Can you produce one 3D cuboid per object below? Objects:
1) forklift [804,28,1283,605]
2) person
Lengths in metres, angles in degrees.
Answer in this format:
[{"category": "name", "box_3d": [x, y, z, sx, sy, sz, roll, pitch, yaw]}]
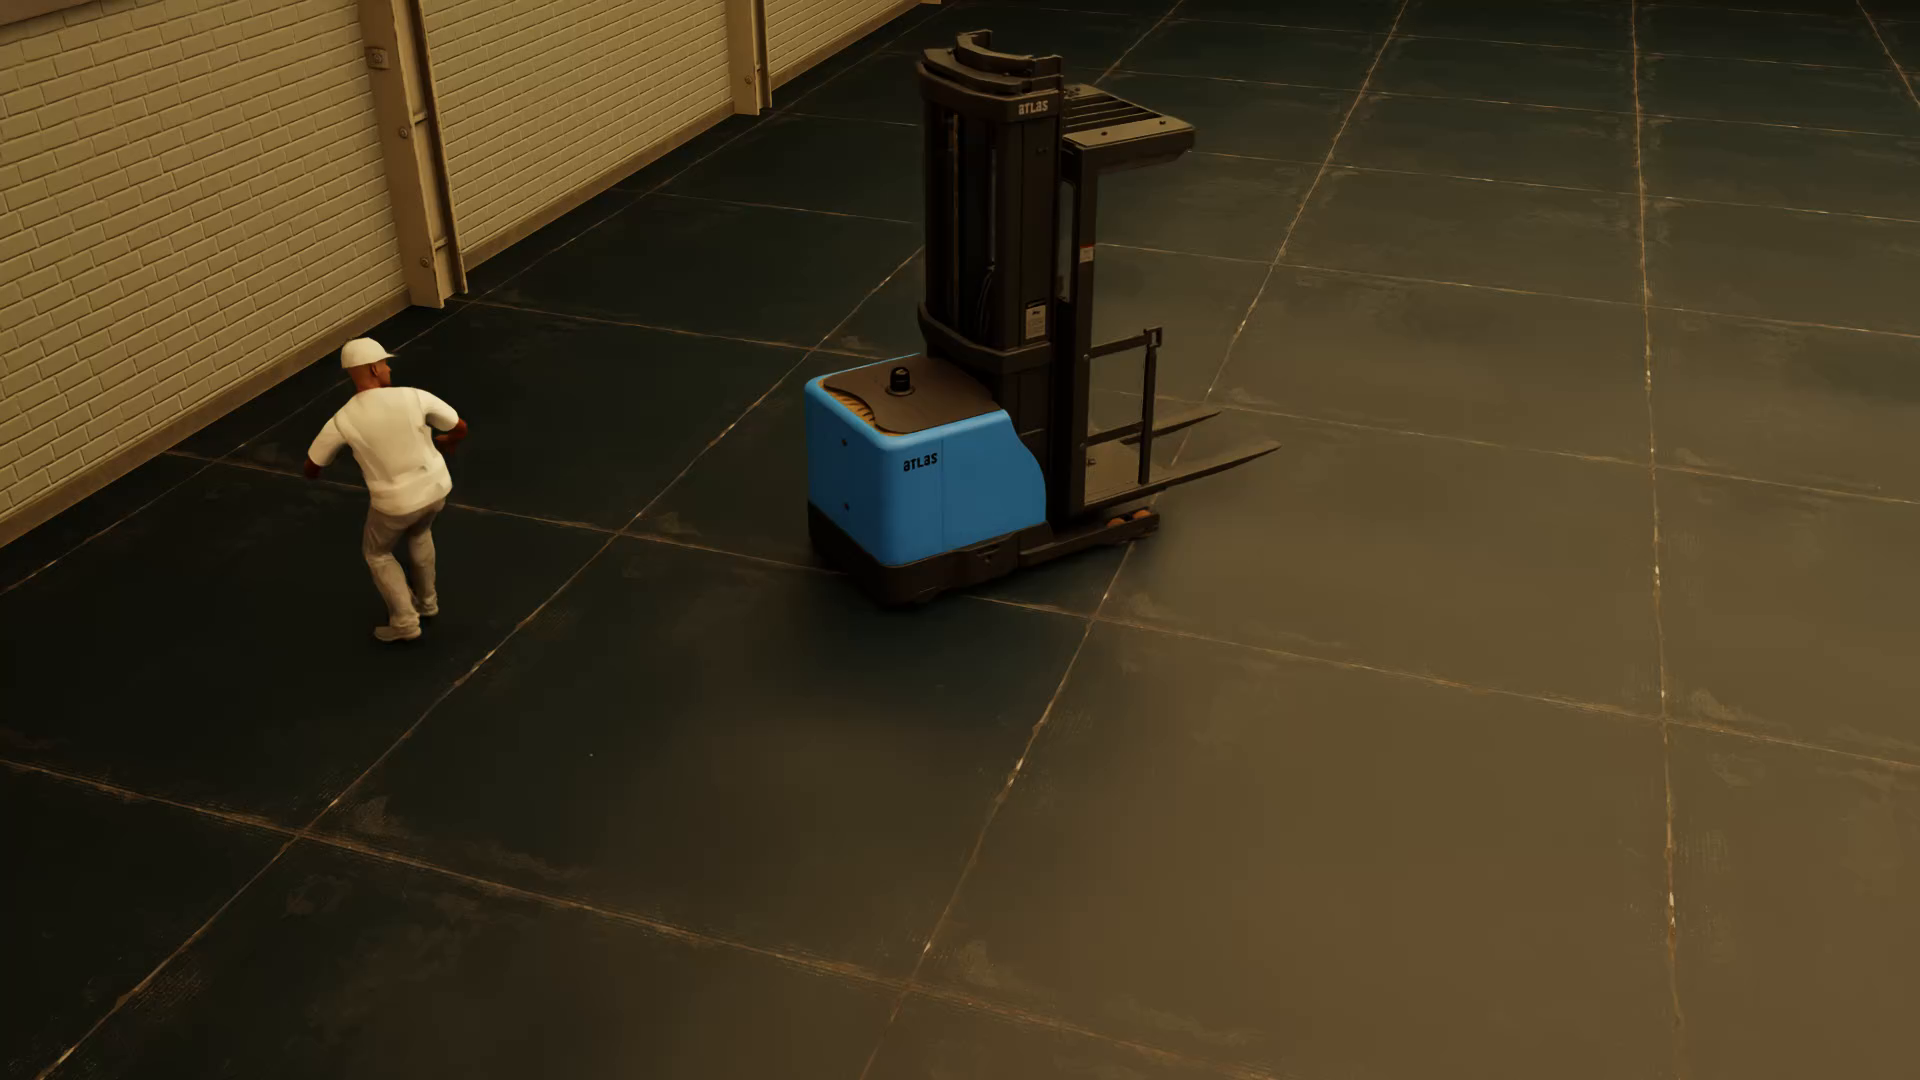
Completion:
[{"category": "forklift", "box_3d": [0.617, -1.442, 9.667, 3.031, 2.935, 1.130, -17, 34, -27]}, {"category": "person", "box_3d": [-3.077, -0.301, 8.948, 0.832, 1.693, 0.707, -23, 37, -35]}]
